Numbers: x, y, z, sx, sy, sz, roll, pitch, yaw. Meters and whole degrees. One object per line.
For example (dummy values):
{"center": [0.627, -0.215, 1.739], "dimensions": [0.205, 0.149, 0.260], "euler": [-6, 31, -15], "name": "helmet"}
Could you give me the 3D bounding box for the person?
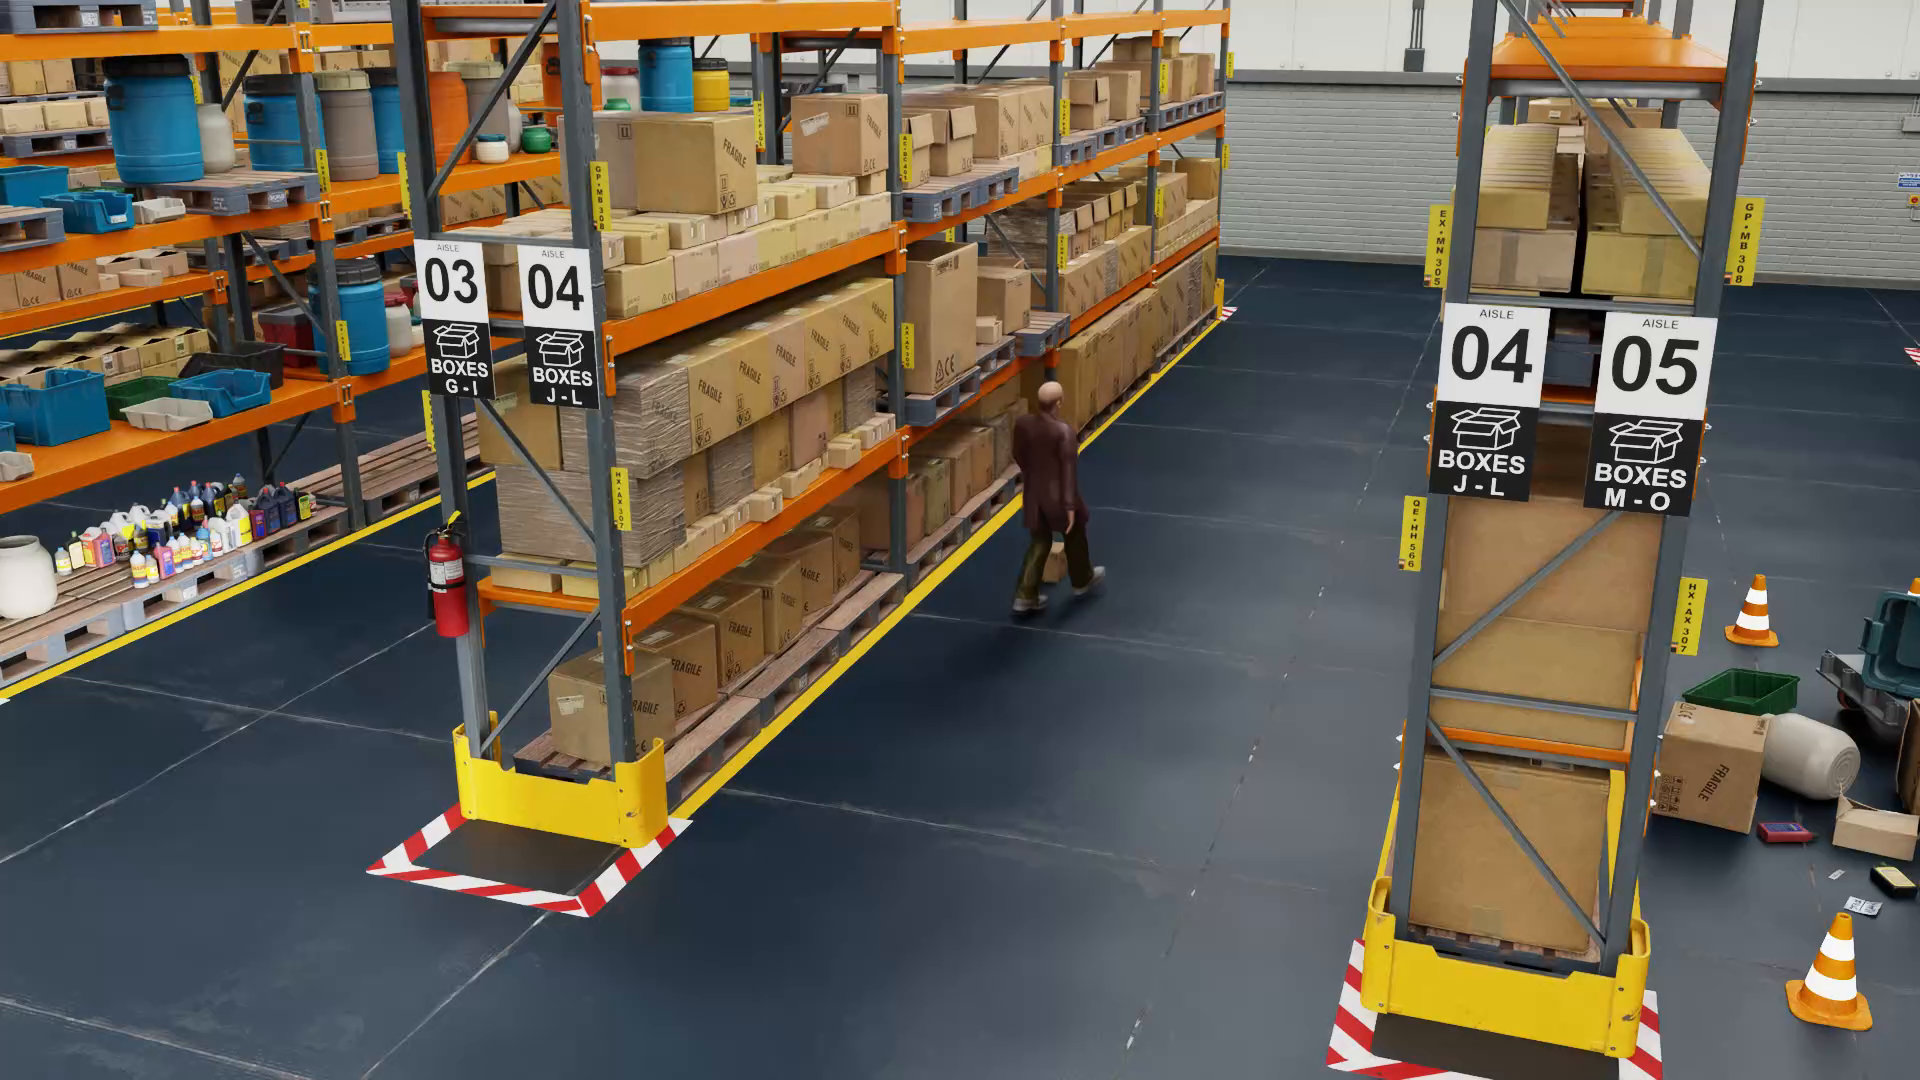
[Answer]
{"center": [0.730, -0.367, 12.217], "dimensions": [0.638, 1.715, 1.013], "euler": [12, 22, 31], "name": "person"}
